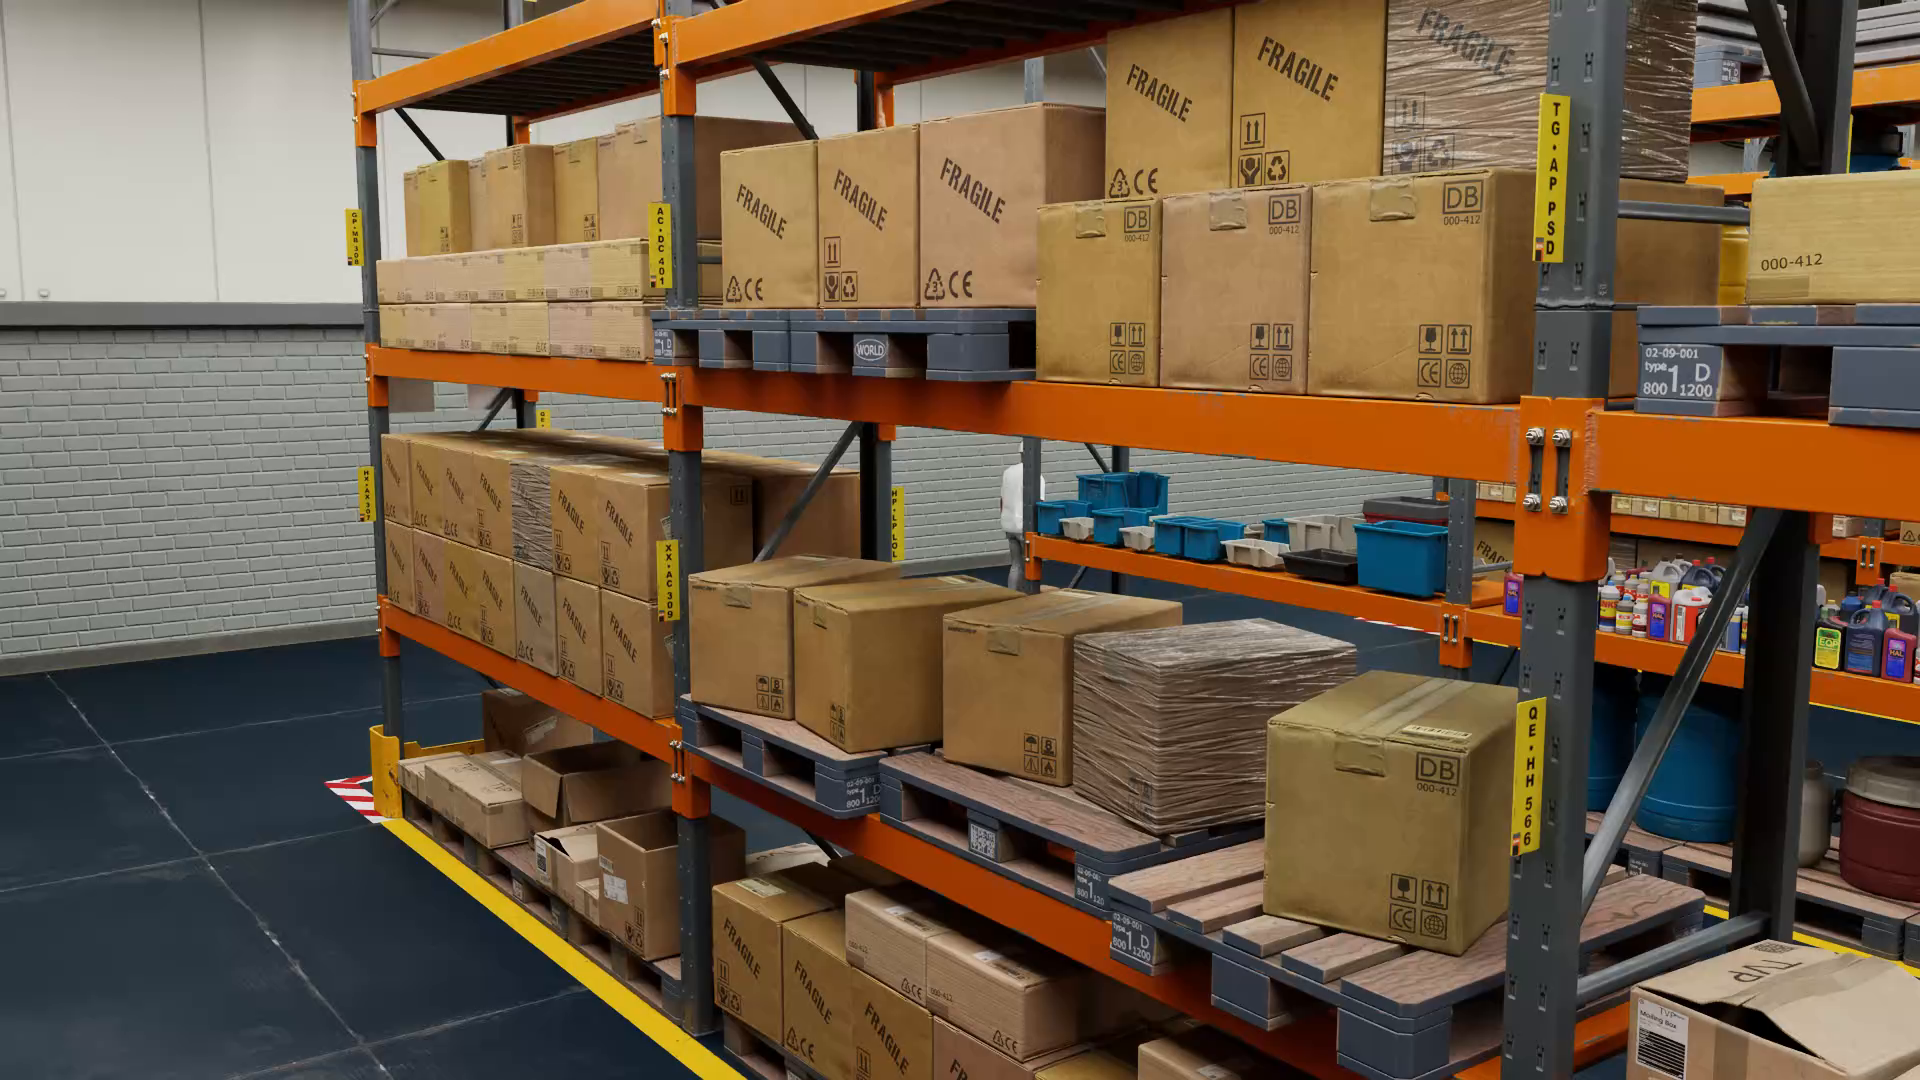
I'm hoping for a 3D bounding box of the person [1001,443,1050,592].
[{"bbox_3d":[0.663,-0.122,16.630,0.463,1.760,0.631,-6,10,-36],"label":"person"}]
